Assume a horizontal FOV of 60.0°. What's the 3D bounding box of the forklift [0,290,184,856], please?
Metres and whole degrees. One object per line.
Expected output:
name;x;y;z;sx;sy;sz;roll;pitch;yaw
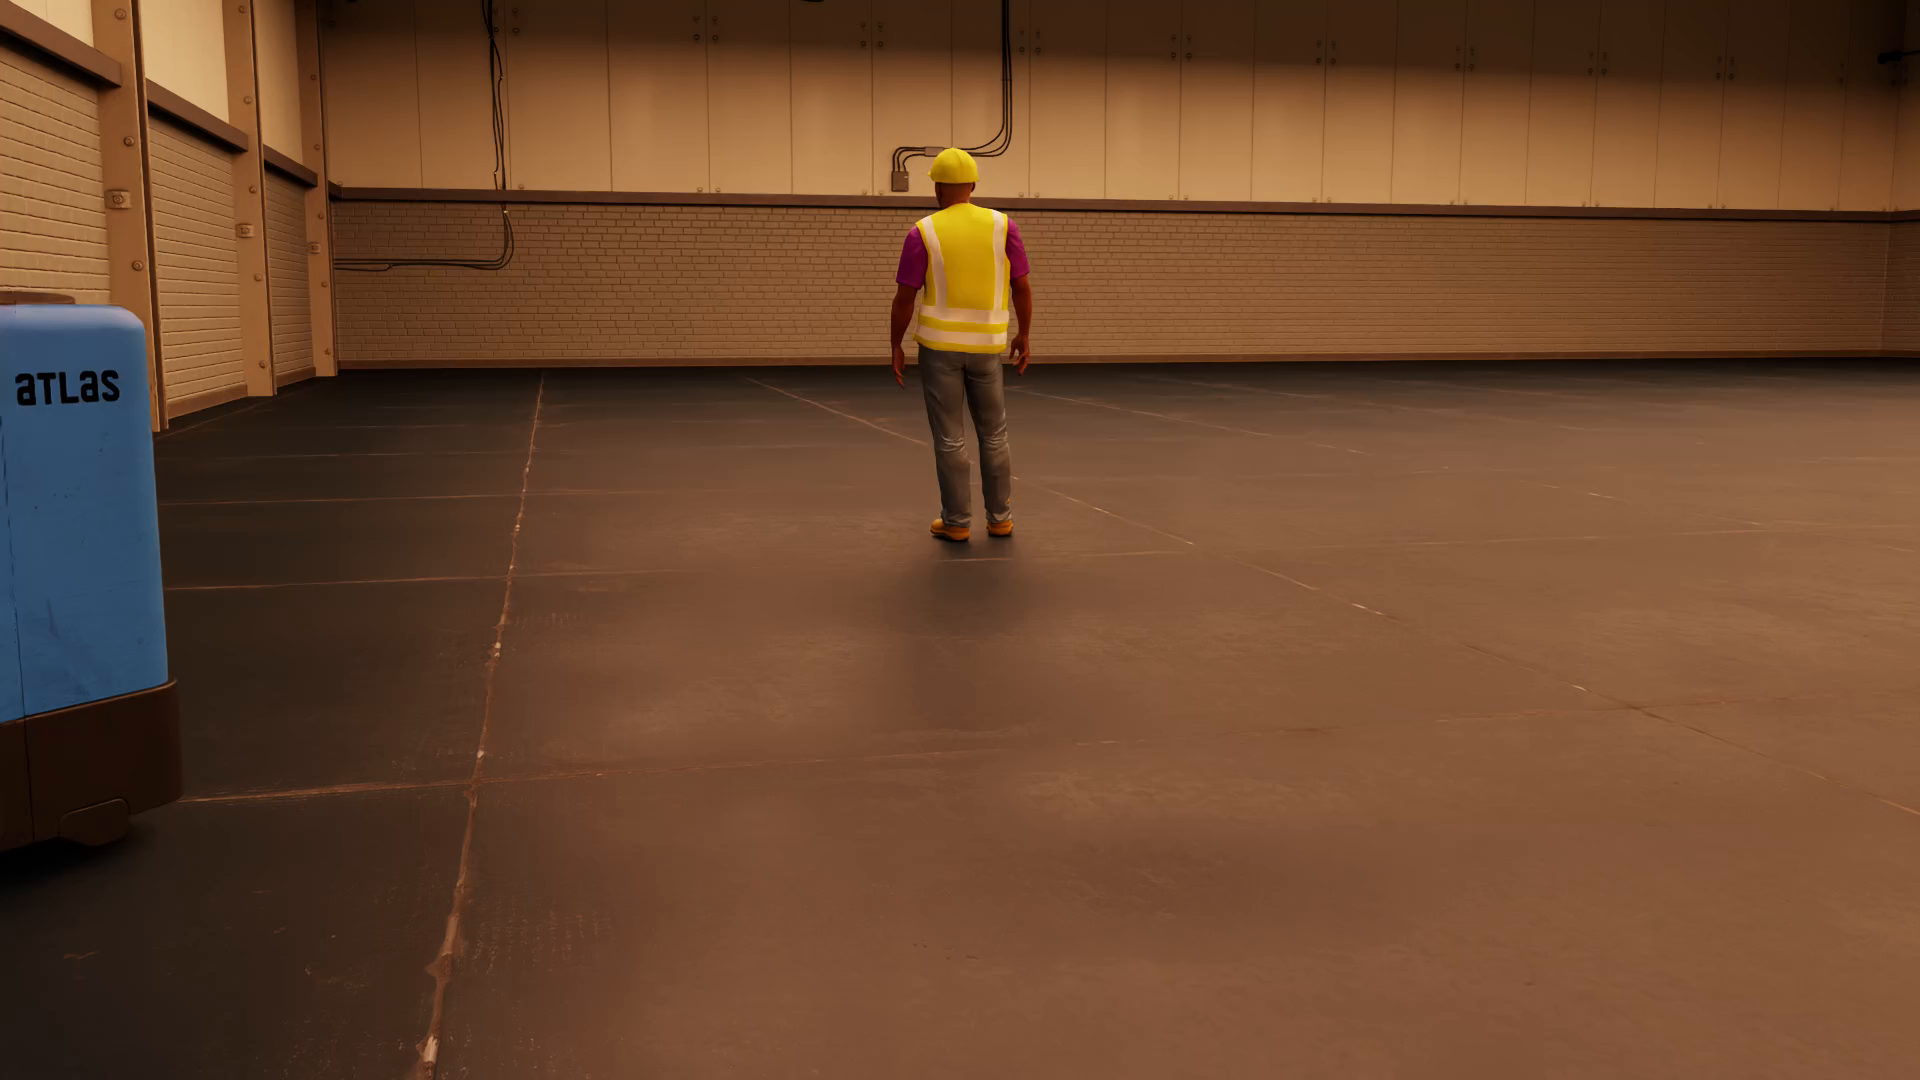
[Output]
forklift;-2.722;-0.703;2.162;1.130;2.935;3.031;4;9;27

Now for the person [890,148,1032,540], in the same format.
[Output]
person;-0.010;-0.891;7.652;0.665;1.765;0.577;-2;8;-13
